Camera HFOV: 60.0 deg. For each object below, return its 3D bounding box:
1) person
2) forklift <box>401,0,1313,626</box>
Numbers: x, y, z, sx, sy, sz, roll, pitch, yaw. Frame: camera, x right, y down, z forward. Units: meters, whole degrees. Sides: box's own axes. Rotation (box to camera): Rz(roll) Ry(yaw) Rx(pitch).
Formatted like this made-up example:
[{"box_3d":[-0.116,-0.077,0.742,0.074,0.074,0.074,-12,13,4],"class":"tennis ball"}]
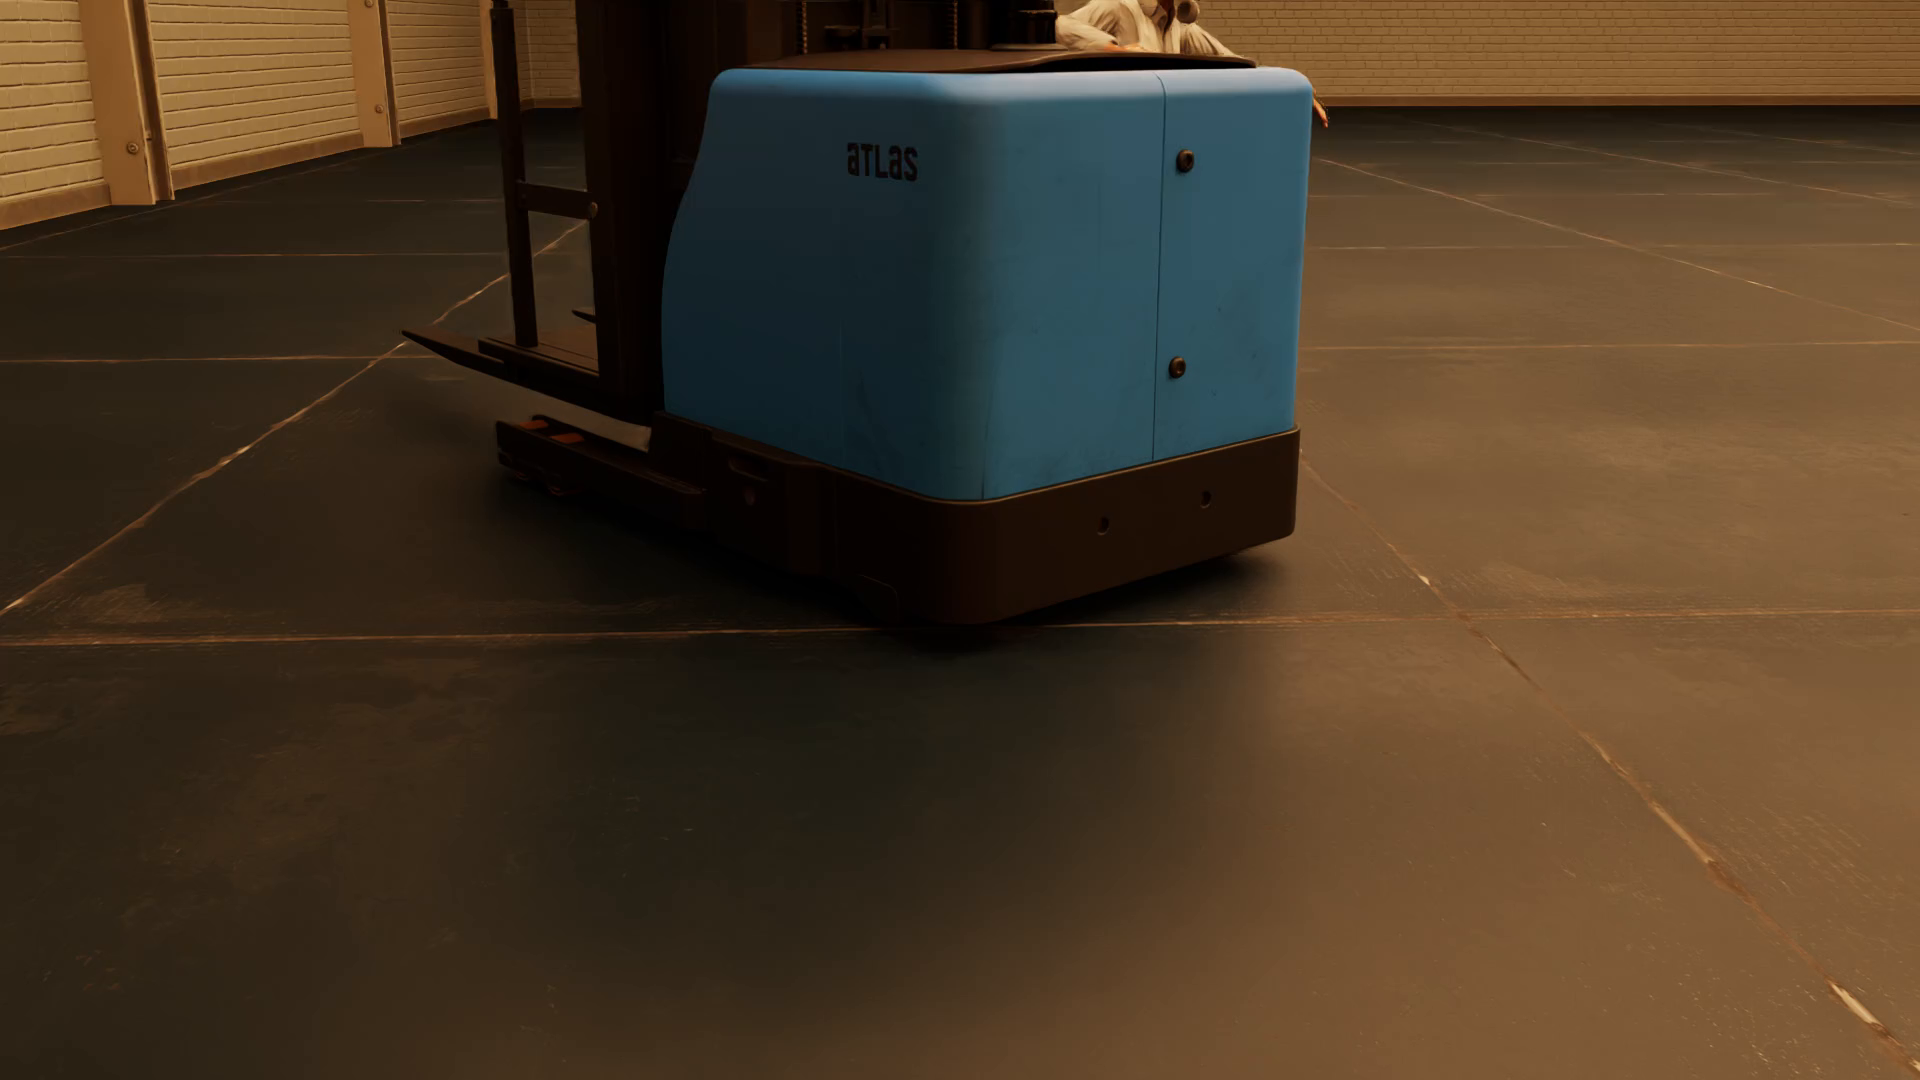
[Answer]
[{"box_3d":[0.664,-1.264,5.471,1.100,1.551,0.881,1,17,5],"class":"person"},{"box_3d":[-0.580,-1.596,4.125,1.130,2.935,3.031,-14,22,-38],"class":"forklift"}]
